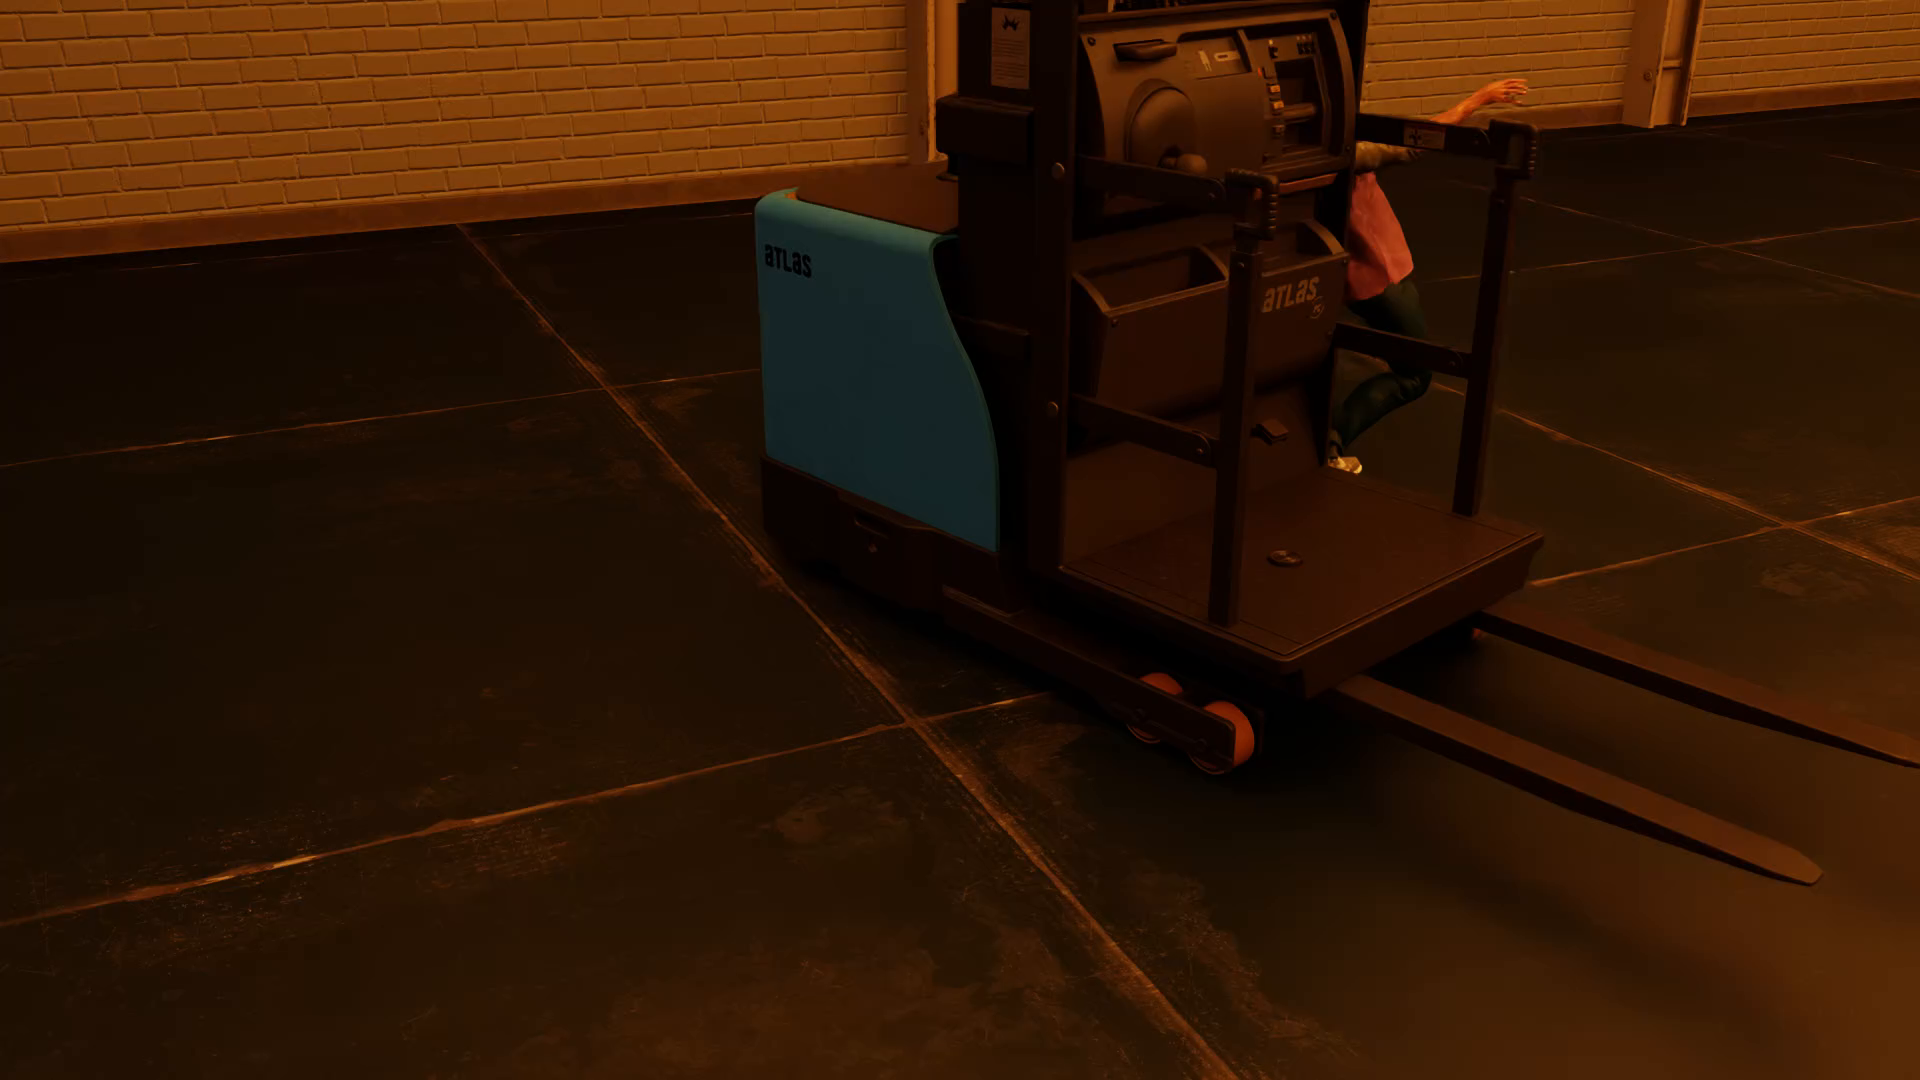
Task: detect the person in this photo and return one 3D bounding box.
[{"bbox_3d":[1.219,-0.897,5.254,0.607,1.515,0.862,-15,27,-32],"label":"person"}]

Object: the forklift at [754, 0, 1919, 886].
[{"bbox_3d":[0.772,-1.037,3.783,1.130,2.935,3.031,-19,29,-38],"label":"forklift"}]
